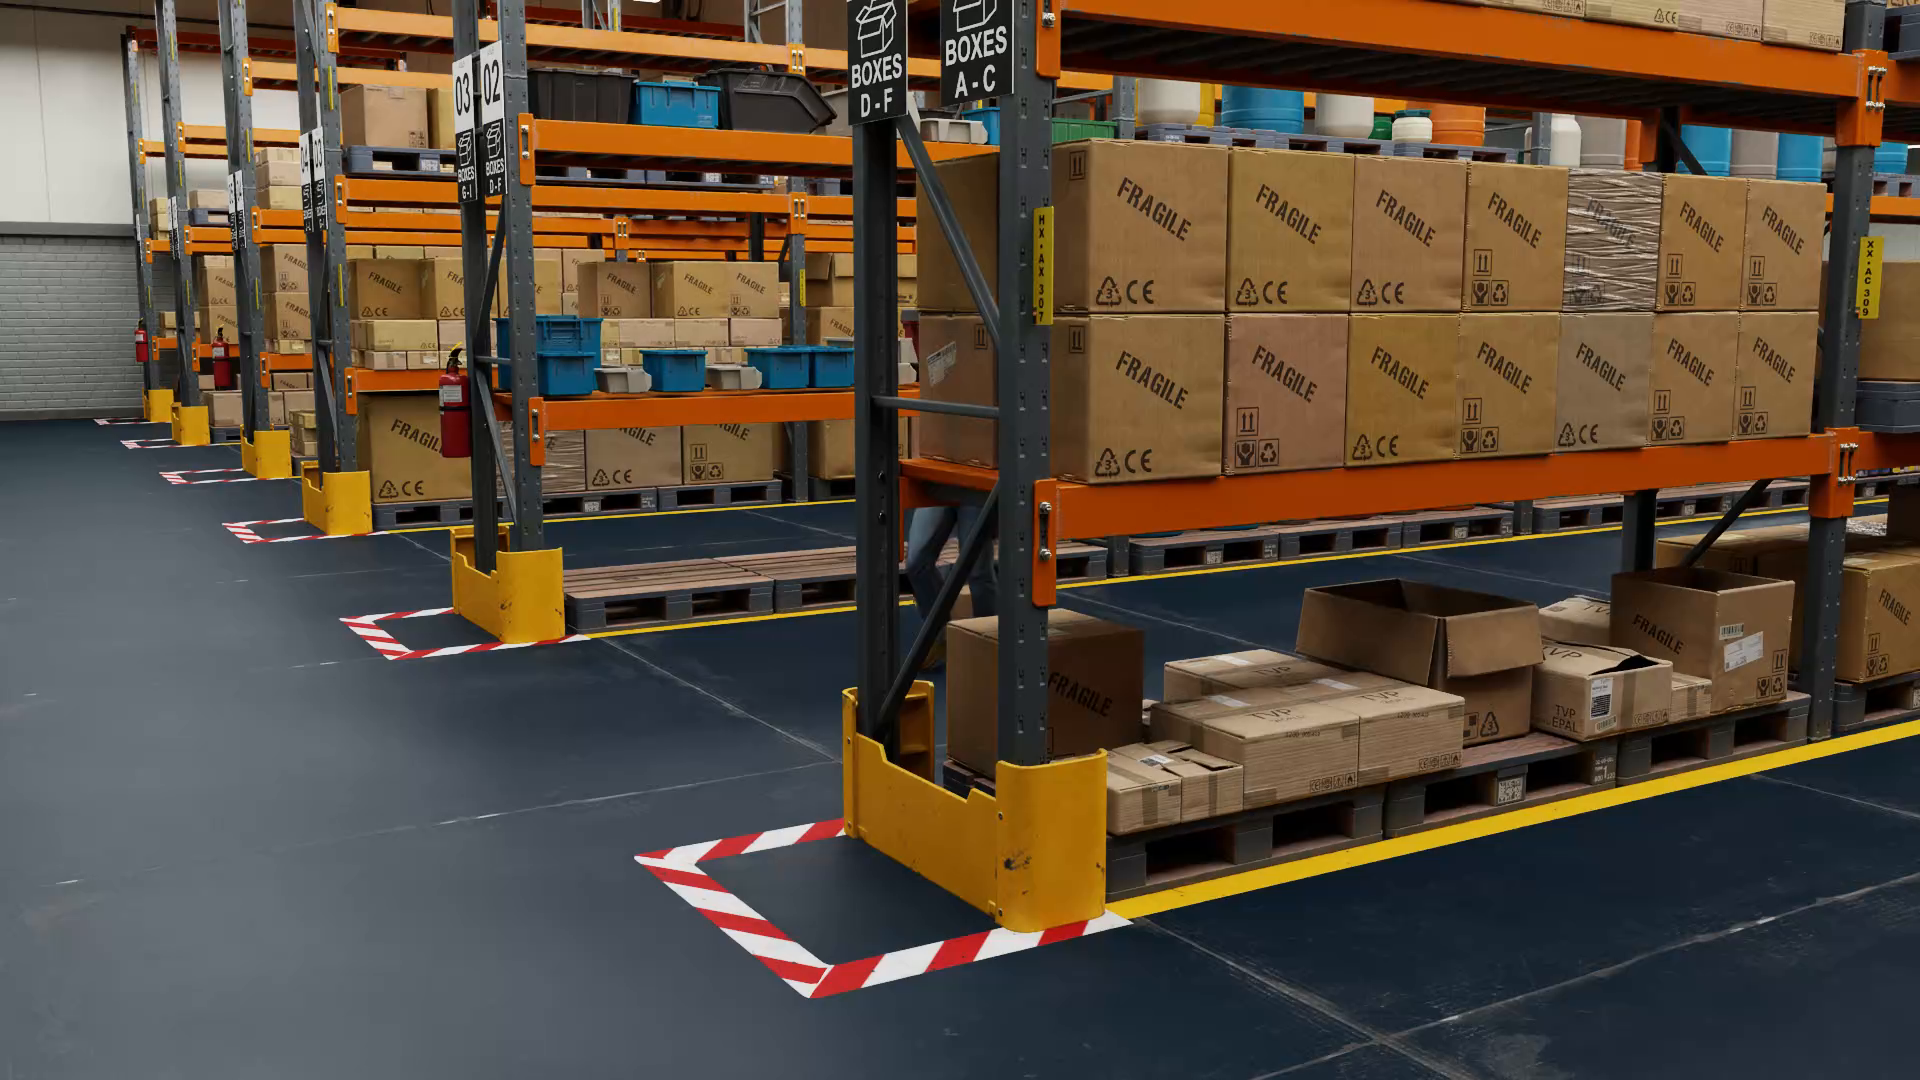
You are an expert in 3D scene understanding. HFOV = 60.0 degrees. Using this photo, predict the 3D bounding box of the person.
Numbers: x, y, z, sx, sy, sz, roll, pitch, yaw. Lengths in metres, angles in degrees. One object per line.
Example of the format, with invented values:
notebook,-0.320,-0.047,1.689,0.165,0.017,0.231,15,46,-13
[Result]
person,0.025,-0.218,8.234,0.607,1.766,0.553,5,10,33
